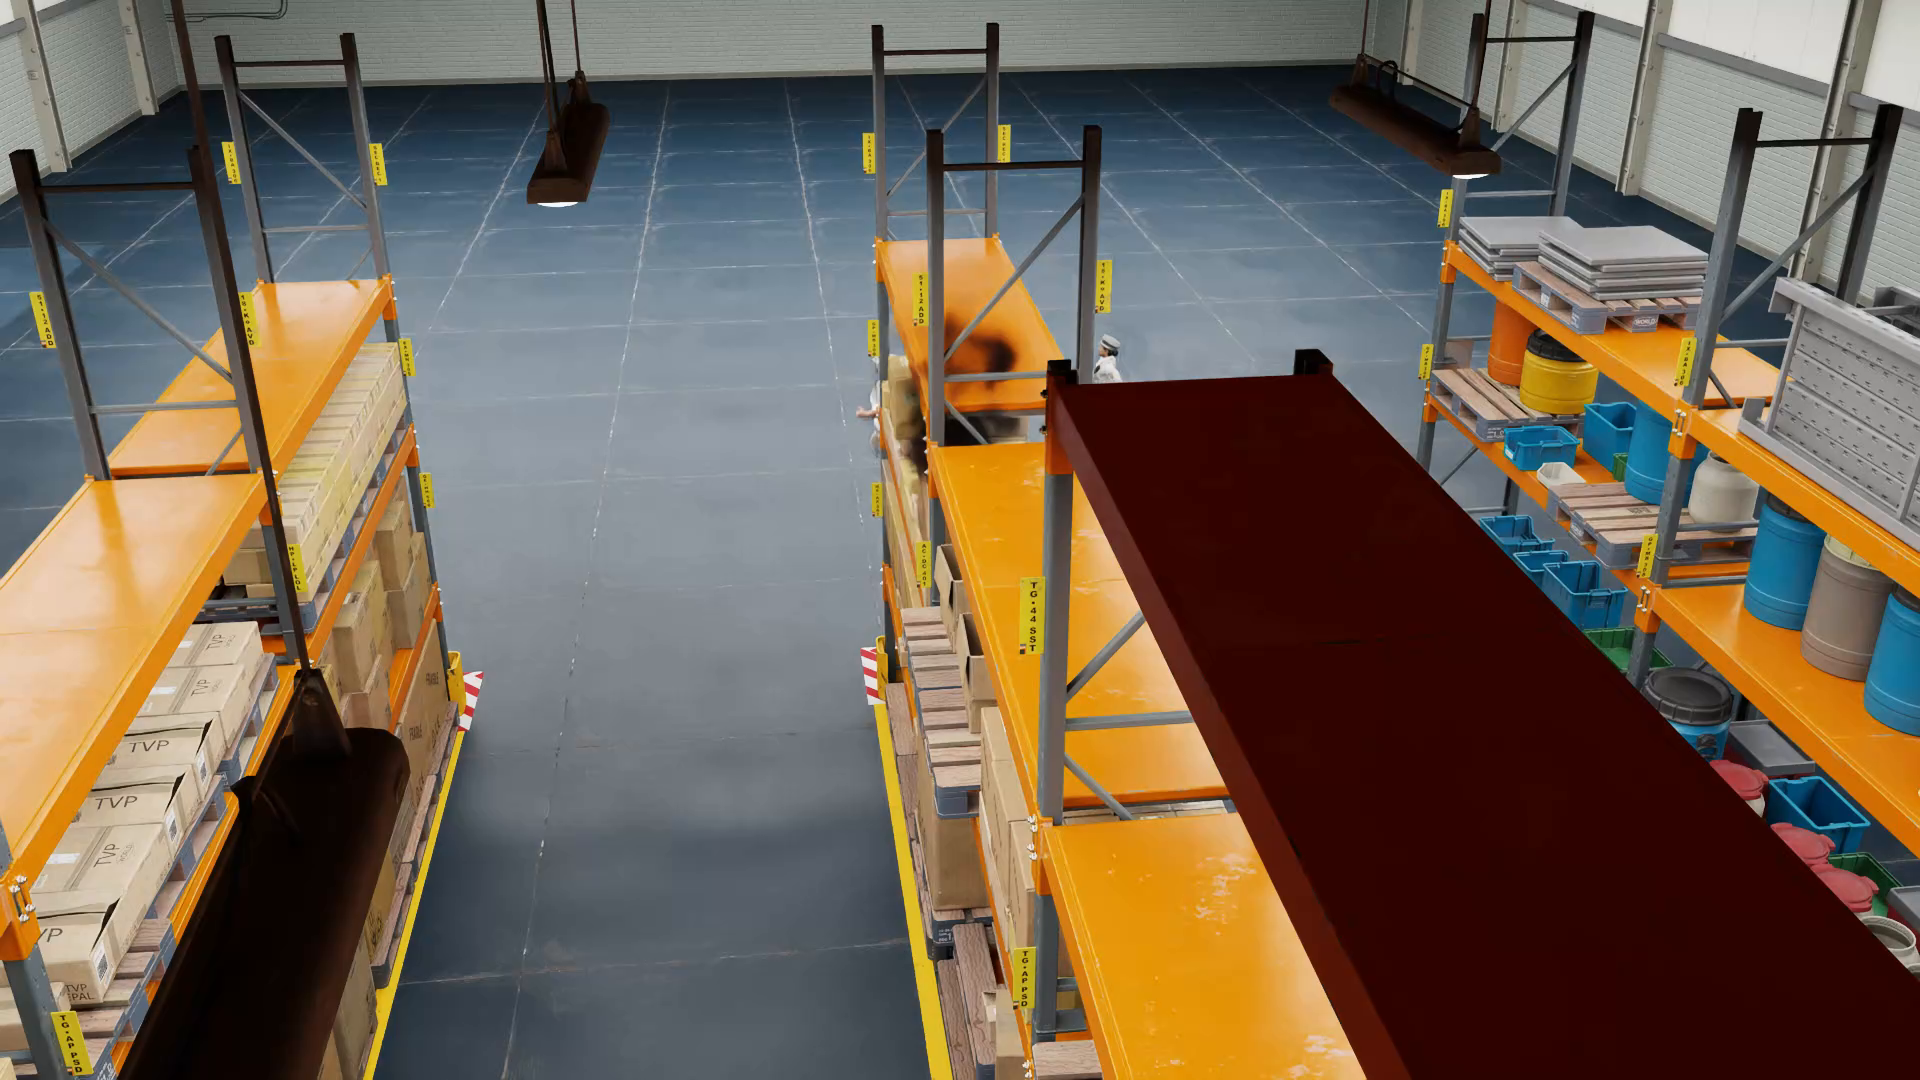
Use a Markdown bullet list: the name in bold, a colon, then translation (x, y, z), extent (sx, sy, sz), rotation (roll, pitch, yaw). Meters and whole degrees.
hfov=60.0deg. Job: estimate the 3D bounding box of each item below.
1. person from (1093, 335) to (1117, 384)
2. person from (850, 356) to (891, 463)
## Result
- **person**: translation (1.678, -1.658, 19.948), extent (0.920, 1.665, 0.625), rotation (6, 26, 11)
- **person**: translation (-0.904, -1.358, 19.336), extent (0.690, 1.767, 0.693), rotation (10, 27, 19)
